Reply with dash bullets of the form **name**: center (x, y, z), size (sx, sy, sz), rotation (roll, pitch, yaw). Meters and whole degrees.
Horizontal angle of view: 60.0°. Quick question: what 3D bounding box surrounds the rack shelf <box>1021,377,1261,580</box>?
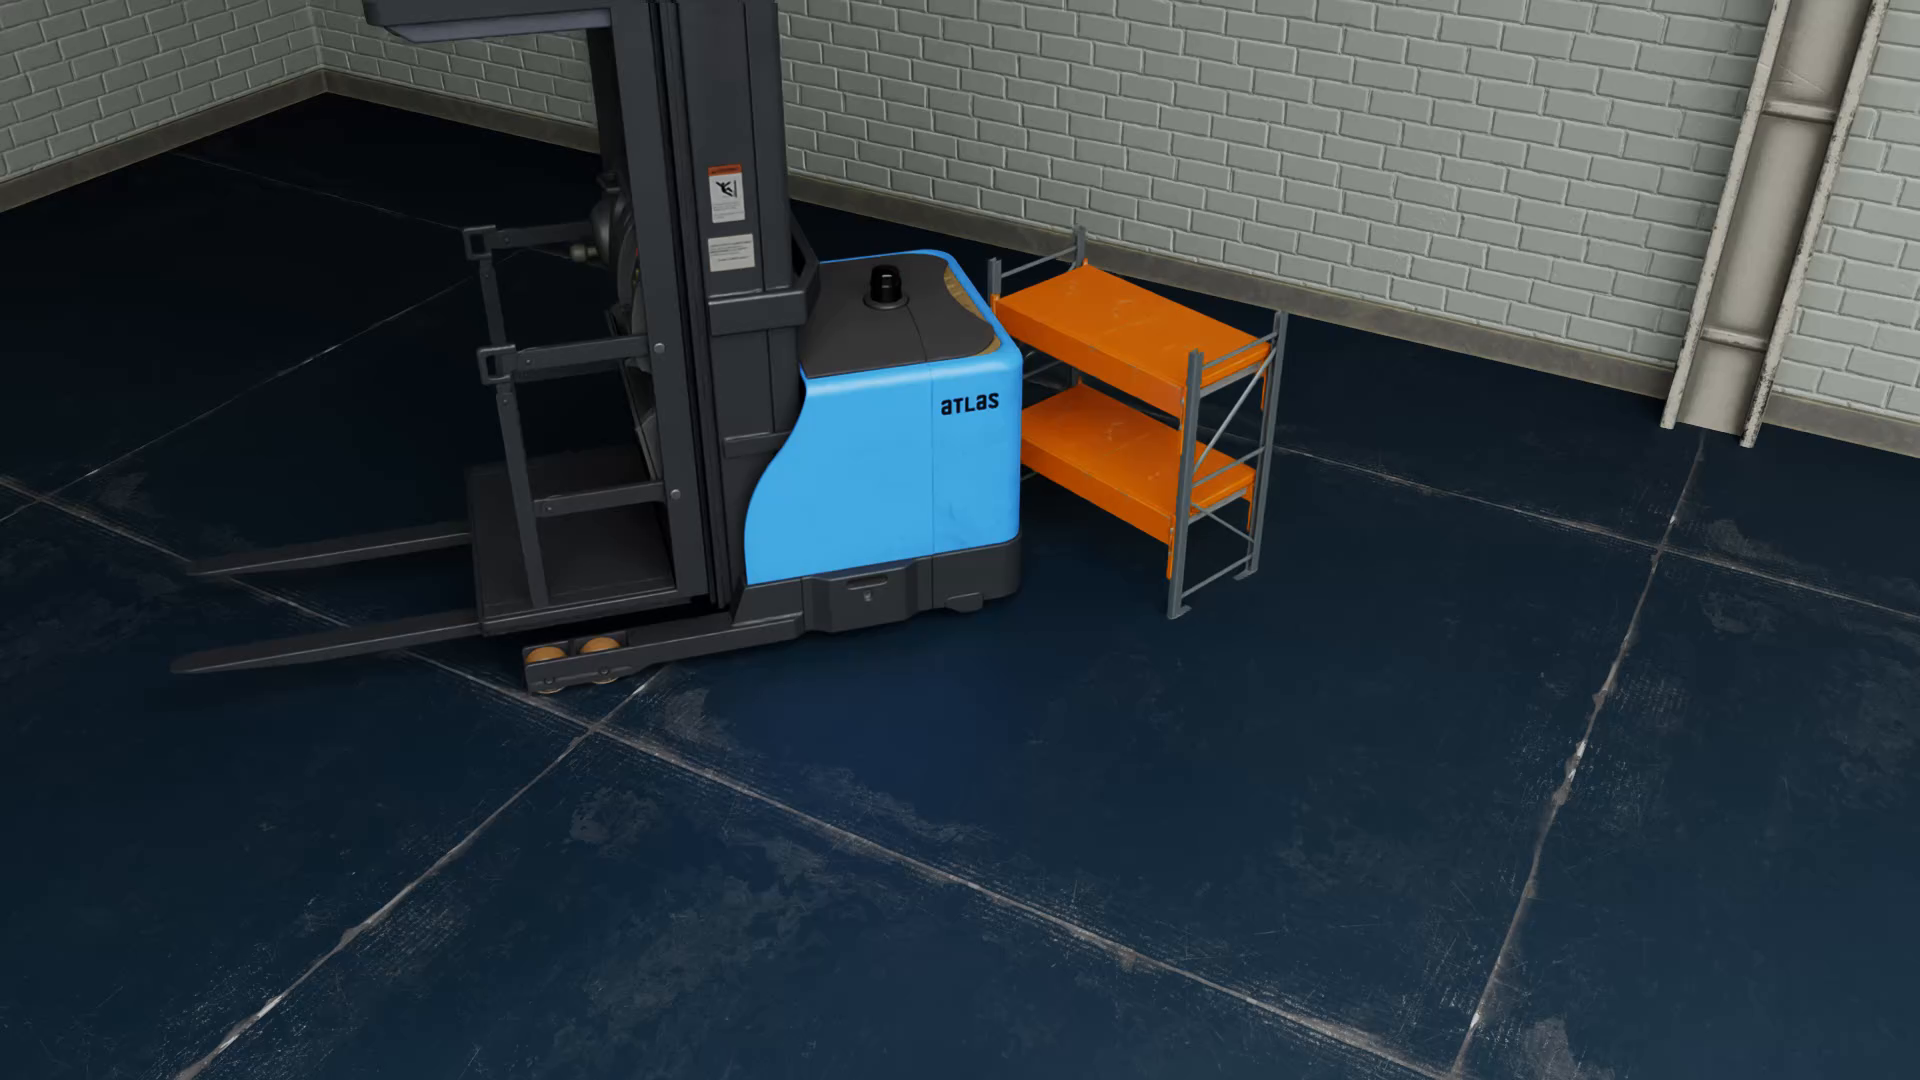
- **rack shelf**: center (0.641, -0.268, 6.578), size (0.538, 0.278, 1.000), rotation (-26, 42, -34)

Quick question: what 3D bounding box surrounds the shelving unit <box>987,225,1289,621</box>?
- **shelving unit**: center (0.641, -0.471, 6.443), size (0.538, 1.125, 1.048), rotation (-26, 42, -34)

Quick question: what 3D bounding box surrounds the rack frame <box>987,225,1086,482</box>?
- **rack frame**: center (0.302, -0.681, 6.758), size (0.500, 1.125, 0.032), rotation (-26, 42, -34)

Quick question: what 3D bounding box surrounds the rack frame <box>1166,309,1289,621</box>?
- **rack frame**: center (0.980, -0.261, 6.127), size (0.500, 1.125, 0.032), rotation (-26, 42, -34)

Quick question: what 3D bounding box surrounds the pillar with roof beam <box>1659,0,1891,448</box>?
- **pillar with roof beam**: center (1.275, -2.208, 1.947), size (0.400, 9.000, 9.100), rotation (18, 37, 24)

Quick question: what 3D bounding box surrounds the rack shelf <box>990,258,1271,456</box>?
- **rack shelf**: center (0.641, -0.715, 6.280), size (0.538, 0.278, 1.000), rotation (-26, 42, -34)

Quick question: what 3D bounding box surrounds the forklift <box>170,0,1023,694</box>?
- **forklift**: center (-1.339, -1.000, 5.607), size (3.031, 2.935, 1.130), rotation (-9, 35, -14)
